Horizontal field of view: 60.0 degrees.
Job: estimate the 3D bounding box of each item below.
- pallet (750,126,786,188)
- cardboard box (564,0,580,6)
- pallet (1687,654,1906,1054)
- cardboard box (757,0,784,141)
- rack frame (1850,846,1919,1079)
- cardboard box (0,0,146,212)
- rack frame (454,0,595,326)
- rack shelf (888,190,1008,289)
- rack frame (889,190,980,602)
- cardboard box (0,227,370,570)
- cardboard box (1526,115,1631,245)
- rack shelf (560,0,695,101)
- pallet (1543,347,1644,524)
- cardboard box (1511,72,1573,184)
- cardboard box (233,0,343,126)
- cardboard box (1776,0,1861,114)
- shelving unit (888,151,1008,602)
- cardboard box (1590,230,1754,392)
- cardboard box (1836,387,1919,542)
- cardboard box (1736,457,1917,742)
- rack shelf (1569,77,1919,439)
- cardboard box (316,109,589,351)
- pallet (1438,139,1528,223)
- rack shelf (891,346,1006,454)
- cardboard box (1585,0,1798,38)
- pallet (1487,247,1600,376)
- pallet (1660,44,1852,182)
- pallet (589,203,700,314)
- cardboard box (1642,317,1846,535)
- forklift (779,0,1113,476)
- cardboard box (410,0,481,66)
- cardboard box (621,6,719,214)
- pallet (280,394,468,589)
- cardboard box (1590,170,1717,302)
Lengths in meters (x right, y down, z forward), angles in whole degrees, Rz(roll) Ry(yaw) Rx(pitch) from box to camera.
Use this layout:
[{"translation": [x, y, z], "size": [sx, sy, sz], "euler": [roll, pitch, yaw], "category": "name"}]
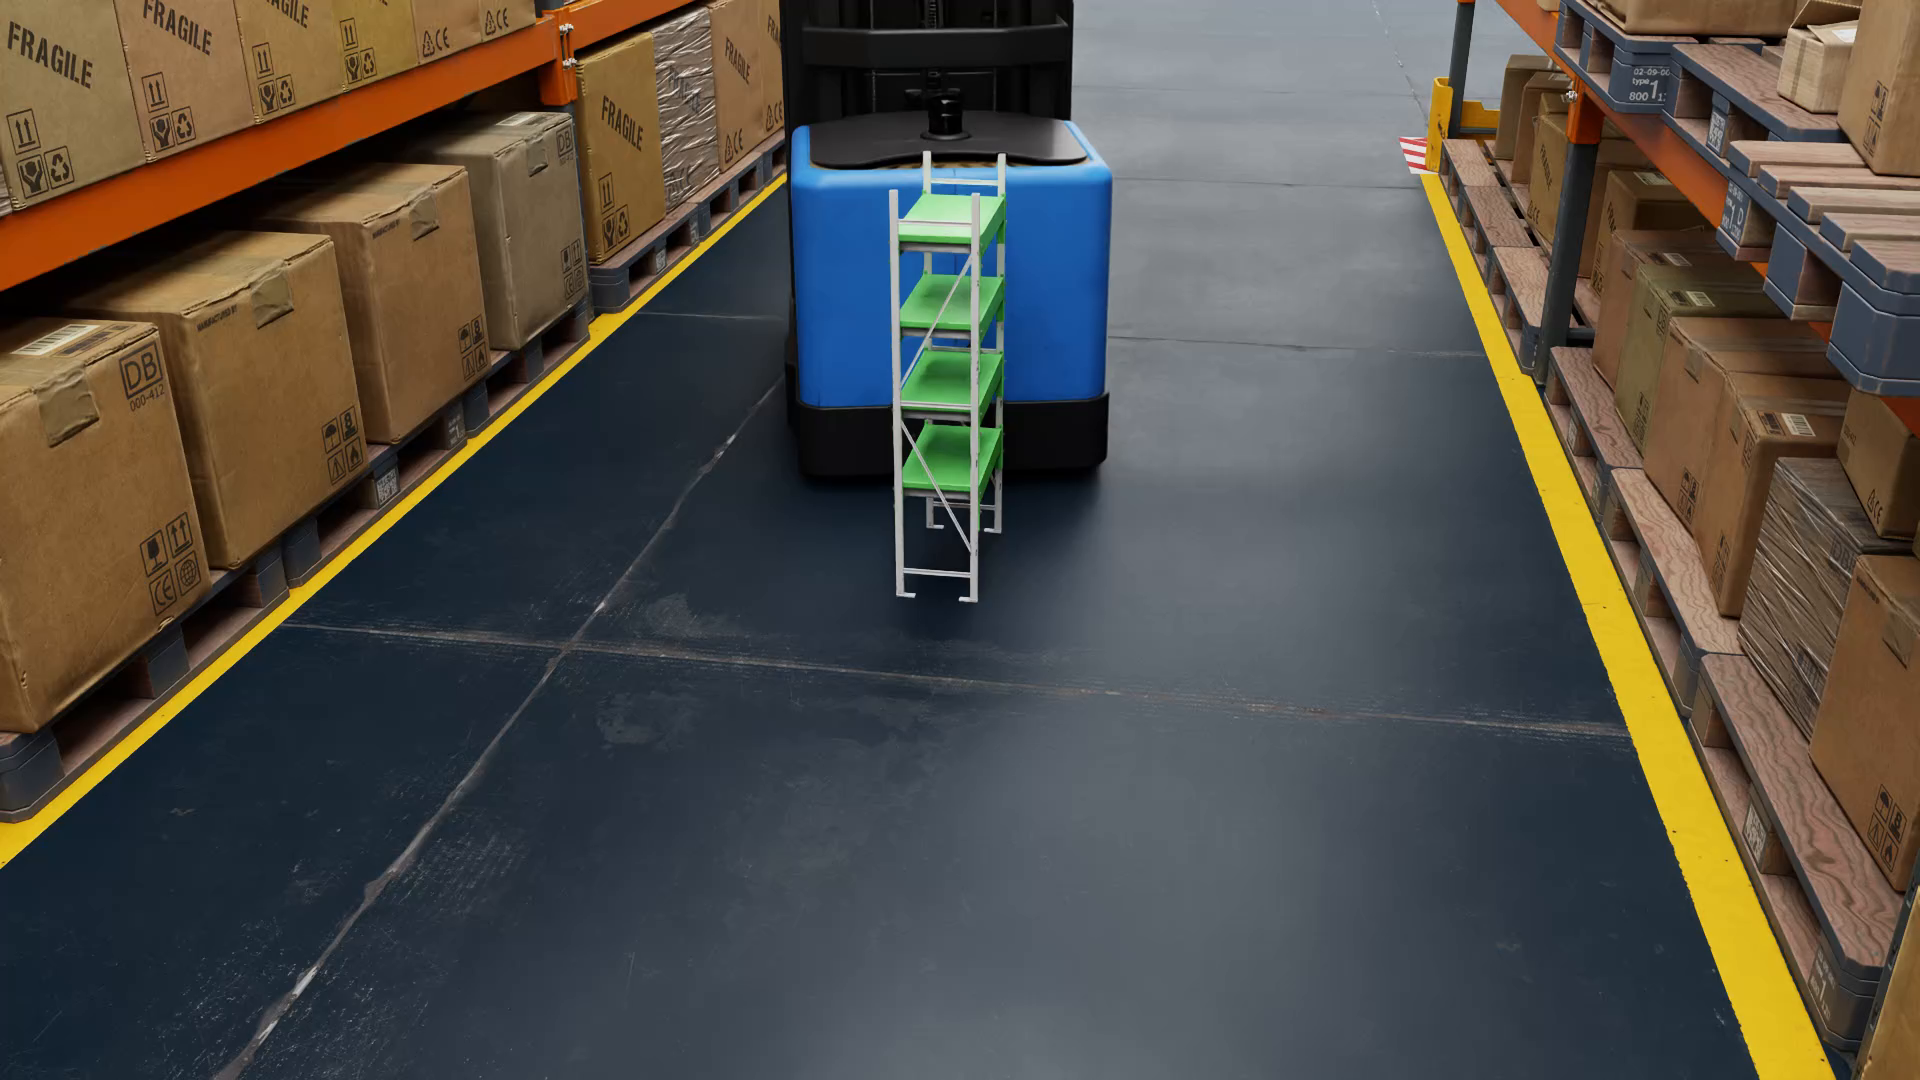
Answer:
[{"translation": [-1.508, -2.405, 10.139], "size": [1.003, 0.211, 1.213], "euler": [4, 25, 9], "category": "pallet"}, {"translation": [-2.060, -2.558, 6.999], "size": [0.875, 0.550, 0.550], "euler": [4, 25, 9], "category": "cardboard box"}, {"translation": [2.244, 0.660, 3.590], "size": [1.003, 0.211, 1.213], "euler": [4, 25, 9], "category": "pallet"}, {"translation": [-1.501, -2.947, 10.019], "size": [0.875, 0.875, 0.875], "euler": [4, 25, 9], "category": "cardboard box"}, {"translation": [2.111, -0.276, 2.301], "size": [0.949, 2.616, 0.053], "euler": [4, 25, 9], "category": "rack frame"}, {"translation": [-2.342, -1.089, 3.920], "size": [0.500, 0.500, 0.500], "euler": [4, 25, 8], "category": "cardboard box"}, {"translation": [-2.109, -2.335, 6.699], "size": [1.000, 3.000, 0.127], "euler": [4, 25, 9], "category": "rack frame"}, {"translation": [-0.027, -0.851, 4.671], "size": [0.258, 0.148, 0.480], "euler": [4, 25, 9], "category": "rack shelf"}, {"translation": [-0.067, -0.372, 4.630], "size": [0.240, 1.200, 0.015], "euler": [4, 25, 9], "category": "rack frame"}, {"translation": [-2.434, -0.447, 4.826], "size": [1.050, 0.750, 0.750], "euler": [4, 25, 9], "category": "cardboard box"}, {"translation": [2.983, -1.677, 7.747], "size": [0.500, 0.500, 0.500], "euler": [2, 25, 4], "category": "cardboard box"}, {"translation": [-1.782, -2.845, 8.639], "size": [1.077, 0.370, 4.000], "euler": [4, 25, 9], "category": "rack shelf"}, {"translation": [2.642, -0.360, 5.770], "size": [1.003, 0.211, 1.213], "euler": [4, 25, 9], "category": "pallet"}, {"translation": [3.239, -2.167, 8.795], "size": [0.500, 0.500, 0.500], "euler": [11, 27, 22], "category": "cardboard box"}, {"translation": [-2.176, -1.508, 4.815], "size": [0.500, 0.500, 0.500], "euler": [4, 25, 8], "category": "cardboard box"}, {"translation": [2.121, -1.121, 3.770], "size": [0.396, 0.266, 0.258], "euler": [3, 25, 7], "category": "cardboard box"}, {"translation": [-0.027, -0.474, 4.848], "size": [0.258, 1.200, 0.503], "euler": [4, 25, 9], "category": "shelving unit"}, {"translation": [2.647, -0.761, 5.766], "size": [0.700, 0.500, 0.500], "euler": [2, 25, 4], "category": "cardboard box"}, {"translation": [2.271, -0.187, 3.657], "size": [0.500, 0.250, 0.500], "euler": [7, 26, 14], "category": "cardboard box"}, {"translation": [2.282, 0.143, 3.837], "size": [0.700, 0.500, 0.500], "euler": [2, 25, 4], "category": "cardboard box"}, {"translation": [2.441, -0.786, 4.240], "size": [1.077, 0.370, 4.000], "euler": [4, 25, 9], "category": "rack shelf"}, {"translation": [-2.121, -1.240, 6.519], "size": [1.050, 0.750, 0.750], "euler": [4, 25, 8], "category": "cardboard box"}, {"translation": [3.242, -1.990, 9.252], "size": [1.003, 0.211, 1.213], "euler": [4, 25, 9], "category": "pallet"}, {"translation": [-0.027, -0.416, 4.875], "size": [0.258, 0.148, 0.480], "euler": [4, 25, 9], "category": "rack shelf"}, {"translation": [2.500, -2.088, 4.970], "size": [1.000, 1.000, 1.000], "euler": [4, 25, 9], "category": "cardboard box"}, {"translation": [2.843, -0.969, 7.071], "size": [1.003, 0.211, 1.213], "euler": [4, 25, 9], "category": "pallet"}, {"translation": [2.398, -1.020, 4.116], "size": [1.003, 0.211, 1.213], "euler": [4, 25, 9], "category": "pallet"}, {"translation": [-1.907, -1.384, 7.958], "size": [1.003, 0.211, 1.213], "euler": [4, 25, 9], "category": "pallet"}, {"translation": [2.459, -0.328, 4.843], "size": [0.700, 0.500, 0.500], "euler": [2, 25, 4], "category": "cardboard box"}, {"translation": [-0.146, -2.129, 6.342], "size": [1.130, 2.935, 3.031], "euler": [-2, 25, -5], "category": "forklift"}, {"translation": [-2.013, -1.932, 5.721], "size": [0.500, 0.500, 0.500], "euler": [4, 25, 8], "category": "cardboard box"}, {"translation": [-1.793, -2.198, 8.418], "size": [0.875, 0.875, 0.875], "euler": [4, 25, 9], "category": "cardboard box"}, {"translation": [-2.357, -0.232, 5.497], "size": [1.003, 0.211, 1.213], "euler": [4, 25, 9], "category": "pallet"}, {"translation": [2.873, -1.171, 6.667], "size": [0.500, 0.500, 0.500], "euler": [3, 25, 7], "category": "cardboard box"}]
